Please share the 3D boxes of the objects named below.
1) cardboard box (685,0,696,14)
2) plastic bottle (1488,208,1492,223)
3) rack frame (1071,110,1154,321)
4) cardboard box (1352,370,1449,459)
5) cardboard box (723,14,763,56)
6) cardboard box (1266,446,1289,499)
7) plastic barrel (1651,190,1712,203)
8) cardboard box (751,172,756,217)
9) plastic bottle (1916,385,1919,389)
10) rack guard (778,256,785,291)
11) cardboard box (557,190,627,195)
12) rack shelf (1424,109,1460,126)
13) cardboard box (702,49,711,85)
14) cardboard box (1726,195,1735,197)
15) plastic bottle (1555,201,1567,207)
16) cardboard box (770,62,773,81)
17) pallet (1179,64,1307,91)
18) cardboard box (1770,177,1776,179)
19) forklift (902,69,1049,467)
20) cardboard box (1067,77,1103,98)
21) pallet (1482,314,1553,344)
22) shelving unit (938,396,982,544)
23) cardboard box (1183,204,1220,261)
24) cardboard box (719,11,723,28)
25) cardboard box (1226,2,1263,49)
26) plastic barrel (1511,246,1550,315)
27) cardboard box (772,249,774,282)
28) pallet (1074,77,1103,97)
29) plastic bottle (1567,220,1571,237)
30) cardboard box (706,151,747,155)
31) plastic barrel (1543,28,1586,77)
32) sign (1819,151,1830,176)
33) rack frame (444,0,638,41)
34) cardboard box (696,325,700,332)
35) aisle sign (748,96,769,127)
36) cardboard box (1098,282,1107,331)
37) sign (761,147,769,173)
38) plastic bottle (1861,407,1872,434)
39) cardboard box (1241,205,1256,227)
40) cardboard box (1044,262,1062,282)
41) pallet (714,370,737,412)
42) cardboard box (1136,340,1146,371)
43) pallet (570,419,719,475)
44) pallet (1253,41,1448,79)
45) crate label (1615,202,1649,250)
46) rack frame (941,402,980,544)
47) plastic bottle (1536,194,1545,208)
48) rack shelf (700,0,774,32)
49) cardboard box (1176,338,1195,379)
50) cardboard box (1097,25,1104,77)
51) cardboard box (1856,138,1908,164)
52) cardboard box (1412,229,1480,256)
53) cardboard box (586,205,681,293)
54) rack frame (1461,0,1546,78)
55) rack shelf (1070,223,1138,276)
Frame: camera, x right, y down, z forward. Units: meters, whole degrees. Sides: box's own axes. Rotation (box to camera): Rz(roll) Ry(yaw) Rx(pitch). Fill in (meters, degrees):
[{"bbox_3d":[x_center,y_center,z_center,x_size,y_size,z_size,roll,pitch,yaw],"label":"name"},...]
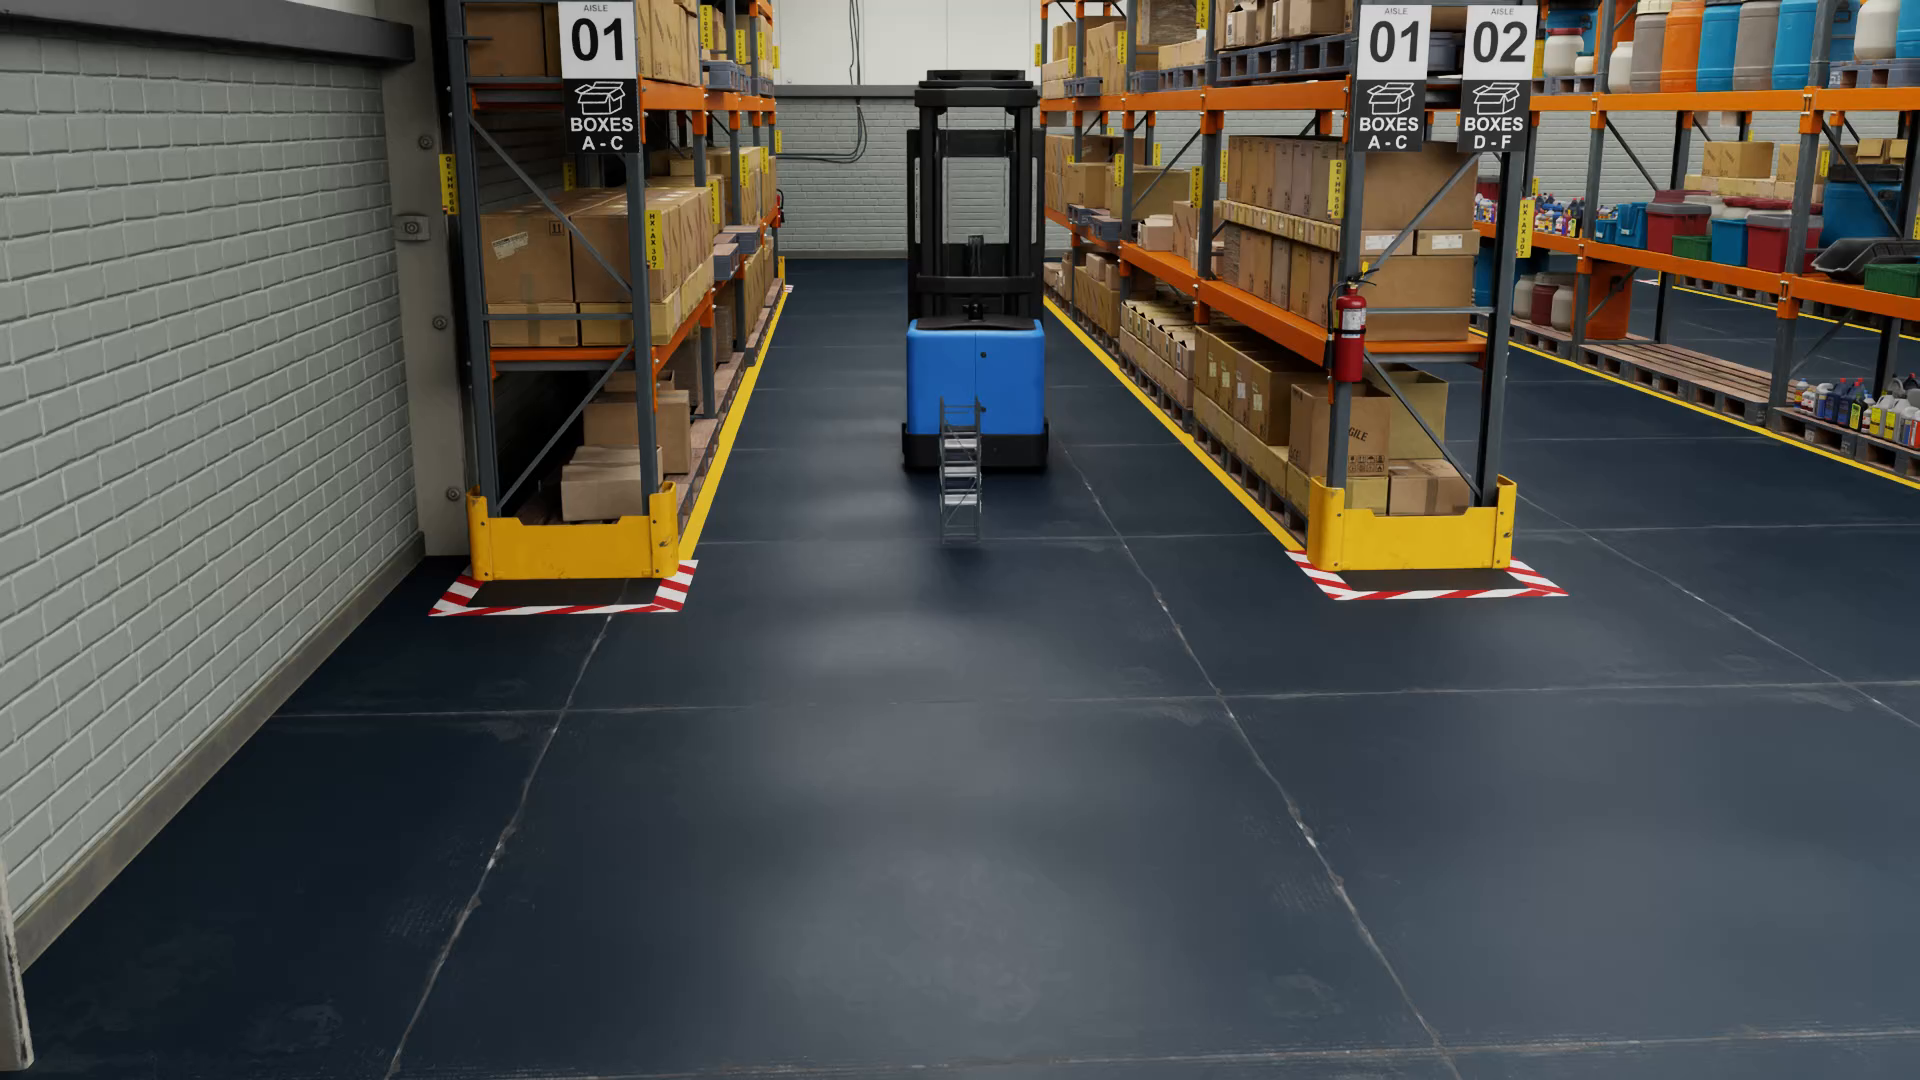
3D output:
[{"bbox_3d":[-2.154,-3.981,11.712,0.500,0.500,0.500,0,14,0],"label":"cardboard box"},{"bbox_3d":[6.555,-4.000,20.452,0.097,0.201,0.097,0,14,0],"label":"plastic bottle"},{"bbox_3d":[1.948,-4.310,21.259,1.000,3.000,0.127,-1,14,-3],"label":"rack frame"},{"bbox_3d":[2.848,-0.822,10.872,0.500,0.500,0.500,-1,14,-3],"label":"cardboard box"},{"bbox_3d":[-2.760,-6.410,21.151,0.500,0.500,0.500,-1,14,-4],"label":"cardboard box"},{"bbox_3d":[2.321,-0.451,10.934,0.500,0.250,0.500,-1,14,-3],"label":"cardboard box"},{"bbox_3d":[7.471,-3.346,17.239,0.600,0.536,0.708,-1,14,-3],"label":"plastic barrel"},{"bbox_3d":[-2.615,-3.948,19.014,0.500,0.500,0.500,0,14,-2],"label":"cardboard box"},{"bbox_3d":[7.727,-1.123,13.305,0.144,0.351,0.185,-2,15,-6],"label":"plastic bottle"},{"bbox_3d":[-3.245,-4.023,25.160,1.175,0.500,0.348,-1,14,-3],"label":"rack guard"},{"bbox_3d":[-2.651,-2.295,12.181,0.500,0.500,0.500,-1,14,-4],"label":"cardboard box"},{"bbox_3d":[6.768,-5.988,23.202,1.077,0.370,4.000,-1,14,-3],"label":"rack shelf"},{"bbox_3d":[-2.760,-4.427,15.444,0.797,0.503,0.637,1,14,4],"label":"cardboard box"},{"bbox_3d":[11.363,-4.922,24.142,0.380,0.149,0.250,-1,14,-4],"label":"cardboard box"},{"bbox_3d":[7.302,-3.983,20.236,0.152,0.276,0.135,-1,14,-3],"label":"plastic bottle"},{"bbox_3d":[-2.933,-6.682,23.713,0.500,0.250,0.500,0,14,-2],"label":"cardboard box"},{"bbox_3d":[2.376,-3.900,14.028,0.805,0.209,1.217,-1,15,-6],"label":"pallet"},{"bbox_3d":[11.946,-5.159,24.263,0.500,0.250,0.500,-1,14,-5],"label":"cardboard box"},{"bbox_3d":[0.127,-2.272,13.473,1.130,2.935,3.031,0,14,0],"label":"forklift"},{"bbox_3d":[1.653,-5.807,21.358,0.500,0.250,0.500,-1,14,-3],"label":"cardboard box"},{"bbox_3d":[6.977,-2.539,19.970,1.003,0.211,1.213,-1,14,-3],"label":"pallet"},{"bbox_3d":[0.000,-0.438,10.422,0.258,0.900,0.210,-1,14,-3],"label":"shelving unit"},{"bbox_3d":[2.349,-2.816,15.251,0.500,0.500,0.500,-1,14,-3],"label":"cardboard box"},{"bbox_3d":[-3.072,-6.089,19.566,0.500,0.250,0.500,0,14,1],"label":"cardboard box"},{"bbox_3d":[2.245,-3.738,12.070,0.500,0.311,0.500,-2,15,-7],"label":"cardboard box"},{"bbox_3d":[6.953,-3.261,20.551,0.600,0.901,0.708,-1,14,-3],"label":"plastic barrel"},{"bbox_3d":[-3.100,-4.048,24.413,0.700,0.500,0.500,-1,14,-3],"label":"cardboard box"},{"bbox_3d":[1.986,-5.251,19.272,1.213,0.211,1.003,-1,14,-3],"label":"pallet"},{"bbox_3d":[6.700,-3.418,18.189,0.097,0.201,0.097,0,14,0],"label":"plastic bottle"},{"bbox_3d":[-2.553,-4.054,17.921,0.500,0.250,0.500,-1,14,-4],"label":"cardboard box"},{"bbox_3d":[6.880,-5.552,18.948,0.433,0.535,0.433,0,14,0],"label":"plastic barrel"},{"bbox_3d":[11.282,-4.911,21.698,0.100,0.325,0.005,-1,14,-3],"label":"sign"},{"bbox_3d":[-2.252,-4.154,8.612,1.000,3.000,0.127,-1,14,-3],"label":"rack frame"},{"bbox_3d":[-2.636,-1.684,15.185,0.700,0.500,0.500,-1,14,-3],"label":"cardboard box"},{"bbox_3d":[-2.949,-6.509,24.589,0.394,0.787,0.004,-1,14,-3],"label":"aisle sign"},{"bbox_3d":[1.872,-2.676,19.040,0.500,0.500,0.500,-1,14,-5],"label":"cardboard box"},{"bbox_3d":[-2.455,-4.766,20.866,0.100,0.325,0.005,-1,14,-3],"label":"sign"},{"bbox_3d":[7.030,-0.929,12.851,0.097,0.201,0.097,0,14,0],"label":"plastic bottle"},{"bbox_3d":[2.318,-2.422,12.417,0.380,0.149,0.250,-1,14,-4],"label":"cardboard box"},{"bbox_3d":[1.482,-3.923,24.388,0.500,0.250,0.500,-1,14,-3],"label":"cardboard box"},{"bbox_3d":[-2.628,-1.391,15.508,1.003,0.211,1.213,-1,14,-3],"label":"pallet"},{"bbox_3d":[2.006,-1.798,16.171,0.500,0.250,0.500,-1,14,-5],"label":"cardboard box"},{"bbox_3d":[-2.423,-0.726,12.926,1.003,0.211,1.213,-1,14,-3],"label":"pallet"},{"bbox_3d":[2.595,-3.216,11.165,1.003,0.211,1.213,-1,14,-3],"label":"pallet"},{"bbox_3d":[6.932,-3.157,16.706,0.502,0.435,0.616,-1,14,-3],"label":"crate label"},{"bbox_3d":[0.006,-0.413,10.324,0.240,0.900,0.006,-1,14,-3],"label":"rack frame"},{"bbox_3d":[7.143,-4.090,20.503,0.144,0.351,0.185,-1,14,-3],"label":"plastic bottle"},{"bbox_3d":[-3.120,-7.094,22.284,1.077,0.370,4.000,-1,14,-3],"label":"rack shelf"},{"bbox_3d":[2.133,-1.560,14.121,0.500,0.311,0.500,-1,14,-3],"label":"cardboard box"},{"bbox_3d":[1.970,-5.771,19.672,0.600,0.600,0.600,-1,14,-4],"label":"cardboard box"},{"bbox_3d":[11.884,-4.838,21.096,0.797,0.503,0.637,-1,14,-5],"label":"cardboard box"},{"bbox_3d":[2.882,-1.789,9.959,0.380,0.149,0.250,-1,14,-4],"label":"cardboard box"},{"bbox_3d":[-2.002,-1.795,10.240,0.500,0.500,0.500,-1,14,-3],"label":"cardboard box"},{"bbox_3d":[6.892,-7.291,20.805,1.000,3.000,0.127,-1,14,-3],"label":"rack frame"},{"bbox_3d":[2.072,-3.465,19.416,1.077,0.370,4.000,-1,14,-3],"label":"rack shelf"}]
